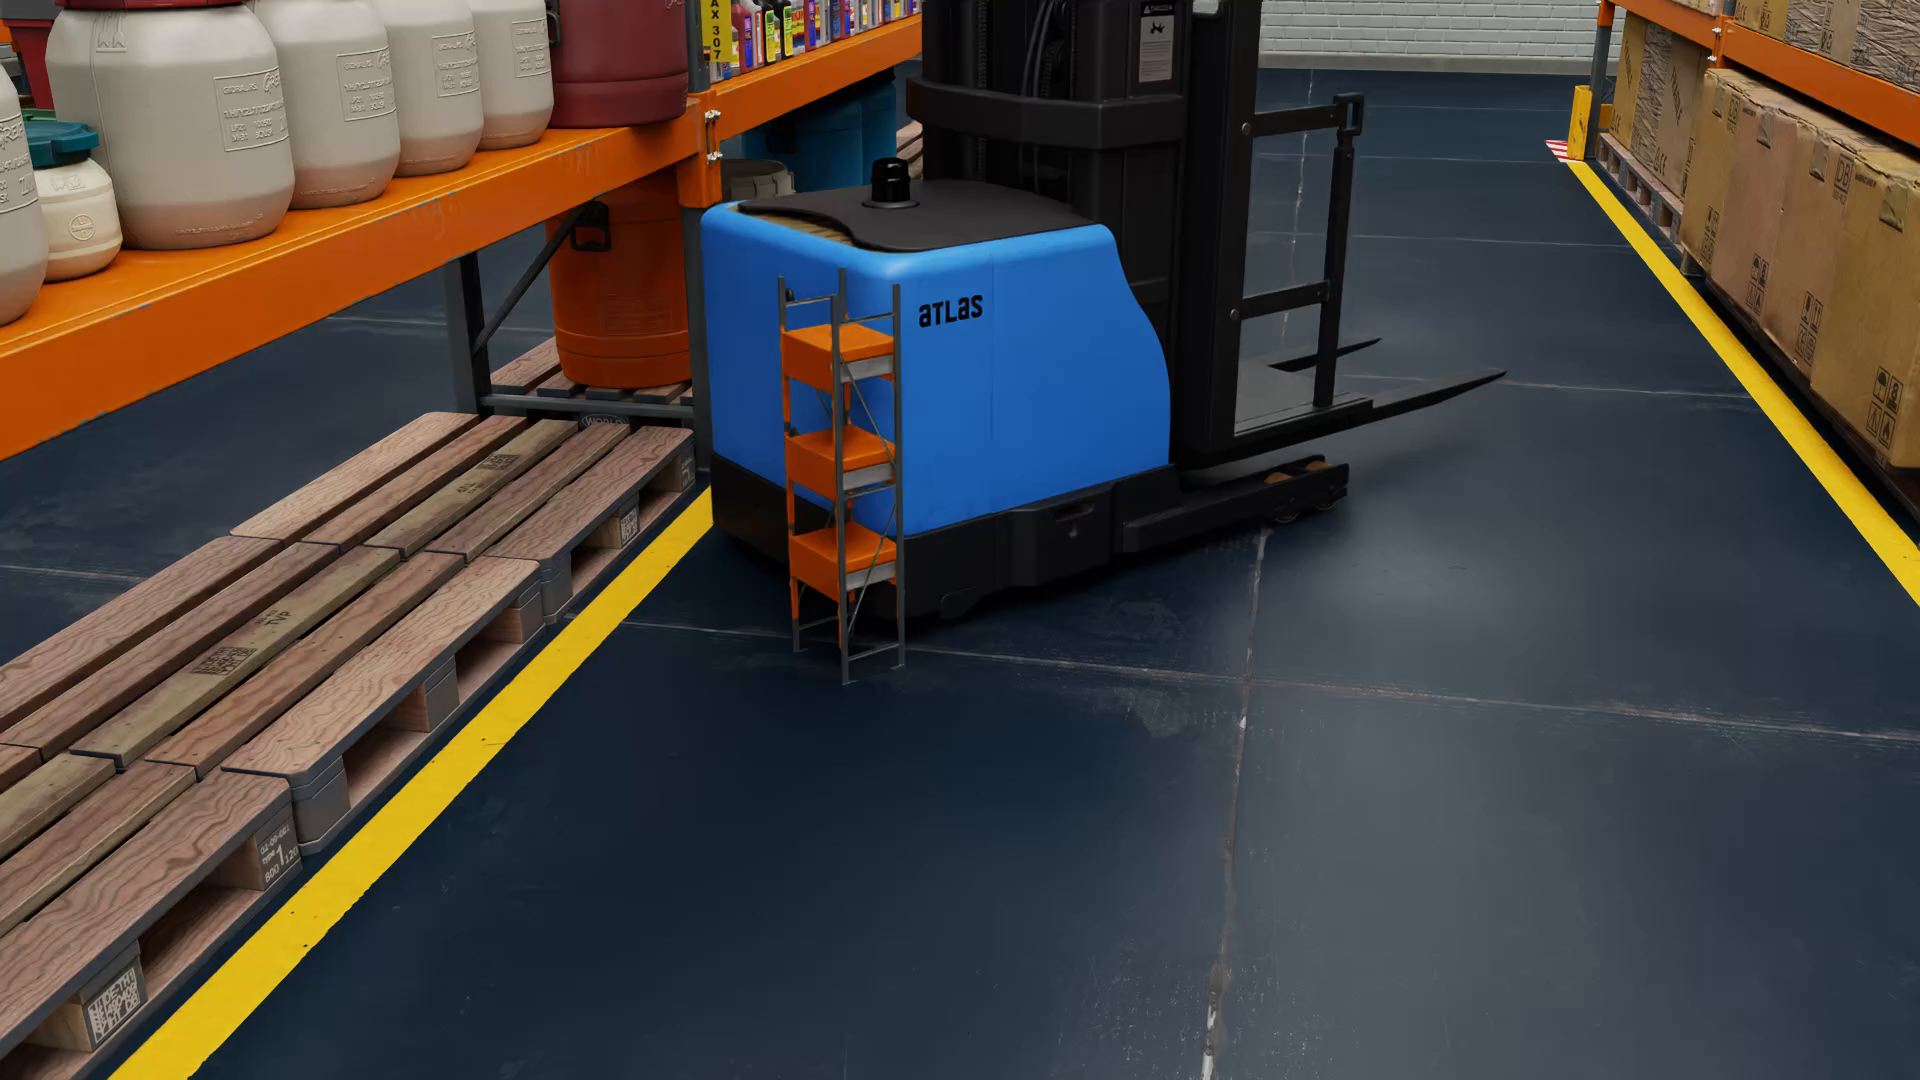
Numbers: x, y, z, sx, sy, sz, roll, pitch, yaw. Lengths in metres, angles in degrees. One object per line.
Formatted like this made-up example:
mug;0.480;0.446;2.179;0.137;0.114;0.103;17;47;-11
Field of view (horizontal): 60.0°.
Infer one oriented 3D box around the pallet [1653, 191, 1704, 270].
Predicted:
pallet;4.567;-1.744;9.401;1.003;0.211;1.213;4;22;11

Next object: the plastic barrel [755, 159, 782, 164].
plastic barrel;-0.989;-1.527;7.899;0.421;0.512;0.421;0;22;0

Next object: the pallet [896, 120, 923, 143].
pallet;0.096;-3.014;12.554;1.003;0.211;1.213;4;22;11

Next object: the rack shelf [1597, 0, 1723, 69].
rack shelf;4.743;-3.163;10.155;1.077;0.370;4.000;4;22;11

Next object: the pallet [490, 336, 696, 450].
pallet;-1.210;-0.678;6.754;1.003;0.211;1.213;4;22;11

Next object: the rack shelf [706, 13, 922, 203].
rack shelf;-0.922;-2.078;7.460;1.077;0.370;4.000;4;22;11

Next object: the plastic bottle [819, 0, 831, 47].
plastic bottle;-0.642;-2.263;7.124;0.152;0.276;0.135;4;22;11

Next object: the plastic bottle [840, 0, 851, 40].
plastic bottle;-0.533;-2.380;7.403;0.061;0.283;0.133;4;22;11

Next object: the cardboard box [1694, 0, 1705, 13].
cardboard box;4.129;-2.880;8.825;0.380;0.149;0.250;5;22;12

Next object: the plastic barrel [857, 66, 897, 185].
plastic barrel;-0.642;-2.167;8.965;0.600;0.901;0.708;4;22;11

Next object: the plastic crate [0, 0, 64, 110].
plastic crate;-1.959;-1.142;4.088;0.402;0.464;0.583;4;22;11

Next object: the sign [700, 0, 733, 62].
sign;-0.790;-1.716;5.381;0.100;0.325;0.005;4;22;11

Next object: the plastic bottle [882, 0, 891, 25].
plastic bottle;-0.419;-2.691;8.087;0.144;0.351;0.185;4;22;11

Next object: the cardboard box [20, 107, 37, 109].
cardboard box;-5.292;-2.184;9.518;0.500;0.500;0.500;5;22;11

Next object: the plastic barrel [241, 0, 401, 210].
plastic barrel;-1.498;-1.040;3.738;0.433;0.535;0.433;0;22;0

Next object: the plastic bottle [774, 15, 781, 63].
plastic bottle;-0.753;-1.980;6.520;0.097;0.201;0.097;0;22;0

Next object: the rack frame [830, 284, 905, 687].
rack frame;-0.230;-0.124;4.255;0.200;1.050;0.008;-16;27;-34

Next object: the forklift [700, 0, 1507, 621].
forklift;0.688;-1.556;5.293;3.031;2.935;1.130;-16;27;-34

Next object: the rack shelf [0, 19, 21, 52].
rack shelf;-5.770;-2.457;8.401;1.077;0.370;4.000;4;22;11

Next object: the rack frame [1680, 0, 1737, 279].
rack frame;4.335;-2.765;8.204;1.000;3.000;0.127;4;22;11

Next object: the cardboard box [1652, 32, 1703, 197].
cardboard box;4.731;-2.539;9.924;0.875;0.875;0.875;4;22;11

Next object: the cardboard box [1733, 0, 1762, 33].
cardboard box;3.996;-2.662;7.815;0.500;0.500;0.500;5;22;11

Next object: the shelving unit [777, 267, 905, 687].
shelving unit;-0.304;-0.160;4.345;0.215;1.050;0.252;-16;27;-34

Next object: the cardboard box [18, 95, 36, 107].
cardboard box;-5.700;-2.408;10.074;0.500;0.500;0.500;3;22;8

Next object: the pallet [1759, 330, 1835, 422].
pallet;4.004;-0.736;6.899;1.003;0.211;1.213;4;22;11

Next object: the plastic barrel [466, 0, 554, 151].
plastic barrel;-1.331;-1.339;4.514;0.421;0.512;0.421;0;22;0

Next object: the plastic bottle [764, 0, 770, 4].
plastic bottle;-0.782;-2.318;7.161;0.144;0.351;0.185;4;22;11

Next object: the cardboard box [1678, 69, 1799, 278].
cardboard box;4.224;-1.739;7.938;1.225;0.875;0.875;5;22;11

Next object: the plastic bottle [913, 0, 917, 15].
plastic bottle;-0.275;-2.837;8.649;0.097;0.201;0.097;0;22;0

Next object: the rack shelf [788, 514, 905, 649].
rack shelf;-0.304;0.108;4.453;0.215;0.259;0.240;-16;27;-34

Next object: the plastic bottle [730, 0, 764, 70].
plastic bottle;-0.831;-1.925;6.285;0.152;0.276;0.135;4;22;11

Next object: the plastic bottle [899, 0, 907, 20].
plastic bottle;-0.352;-2.783;8.414;0.152;0.276;0.135;4;22;11

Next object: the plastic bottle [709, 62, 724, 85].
plastic bottle;-0.925;-1.756;5.864;0.152;0.276;0.135;4;22;11

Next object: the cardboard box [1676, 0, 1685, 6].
cardboard box;4.234;-3.067;9.291;0.380;0.149;0.250;5;22;12

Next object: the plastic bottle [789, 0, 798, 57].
plastic bottle;-0.706;-2.097;6.716;0.097;0.271;0.097;0;22;0

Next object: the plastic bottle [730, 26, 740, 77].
plastic bottle;-0.855;-1.797;6.067;0.097;0.201;0.097;0;22;0

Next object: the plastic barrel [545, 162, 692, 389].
plastic barrel;-1.247;-1.048;6.284;0.600;0.830;0.708;4;22;11

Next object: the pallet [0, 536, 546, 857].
pallet;-1.777;0.339;4.230;1.003;0.211;1.213;4;22;11

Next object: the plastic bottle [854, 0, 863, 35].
plastic bottle;-0.530;-2.464;7.623;0.152;0.276;0.135;4;22;11

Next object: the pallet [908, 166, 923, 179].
pallet;-0.402;-2.121;10.338;1.003;0.211;1.213;4;22;11

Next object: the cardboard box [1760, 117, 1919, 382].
cardboard box;3.869;-1.088;6.321;1.225;0.875;0.875;5;22;11

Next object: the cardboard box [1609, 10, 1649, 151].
cardboard box;5.099;-3.197;11.559;0.875;0.875;0.875;4;22;11

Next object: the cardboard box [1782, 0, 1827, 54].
cardboard box;3.792;-2.296;6.904;0.500;0.500;0.500;4;22;10

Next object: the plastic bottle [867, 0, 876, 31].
plastic bottle;-0.483;-2.549;7.834;0.152;0.276;0.135;4;22;11

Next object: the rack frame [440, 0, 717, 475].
rack frame;-1.330;-1.680;5.510;1.000;3.000;0.127;4;22;11

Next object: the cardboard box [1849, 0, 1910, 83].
cardboard box;3.587;-1.920;5.972;0.500;0.500;0.500;4;22;9

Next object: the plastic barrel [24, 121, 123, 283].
plastic barrel;-1.726;-0.625;3.076;0.301;0.262;0.301;0;22;0

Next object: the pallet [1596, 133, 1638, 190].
pallet;5.064;-2.636;11.617;1.003;0.211;1.213;4;22;11

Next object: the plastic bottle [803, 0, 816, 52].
plastic bottle;-0.645;-2.179;6.904;0.061;0.283;0.133;4;22;11
